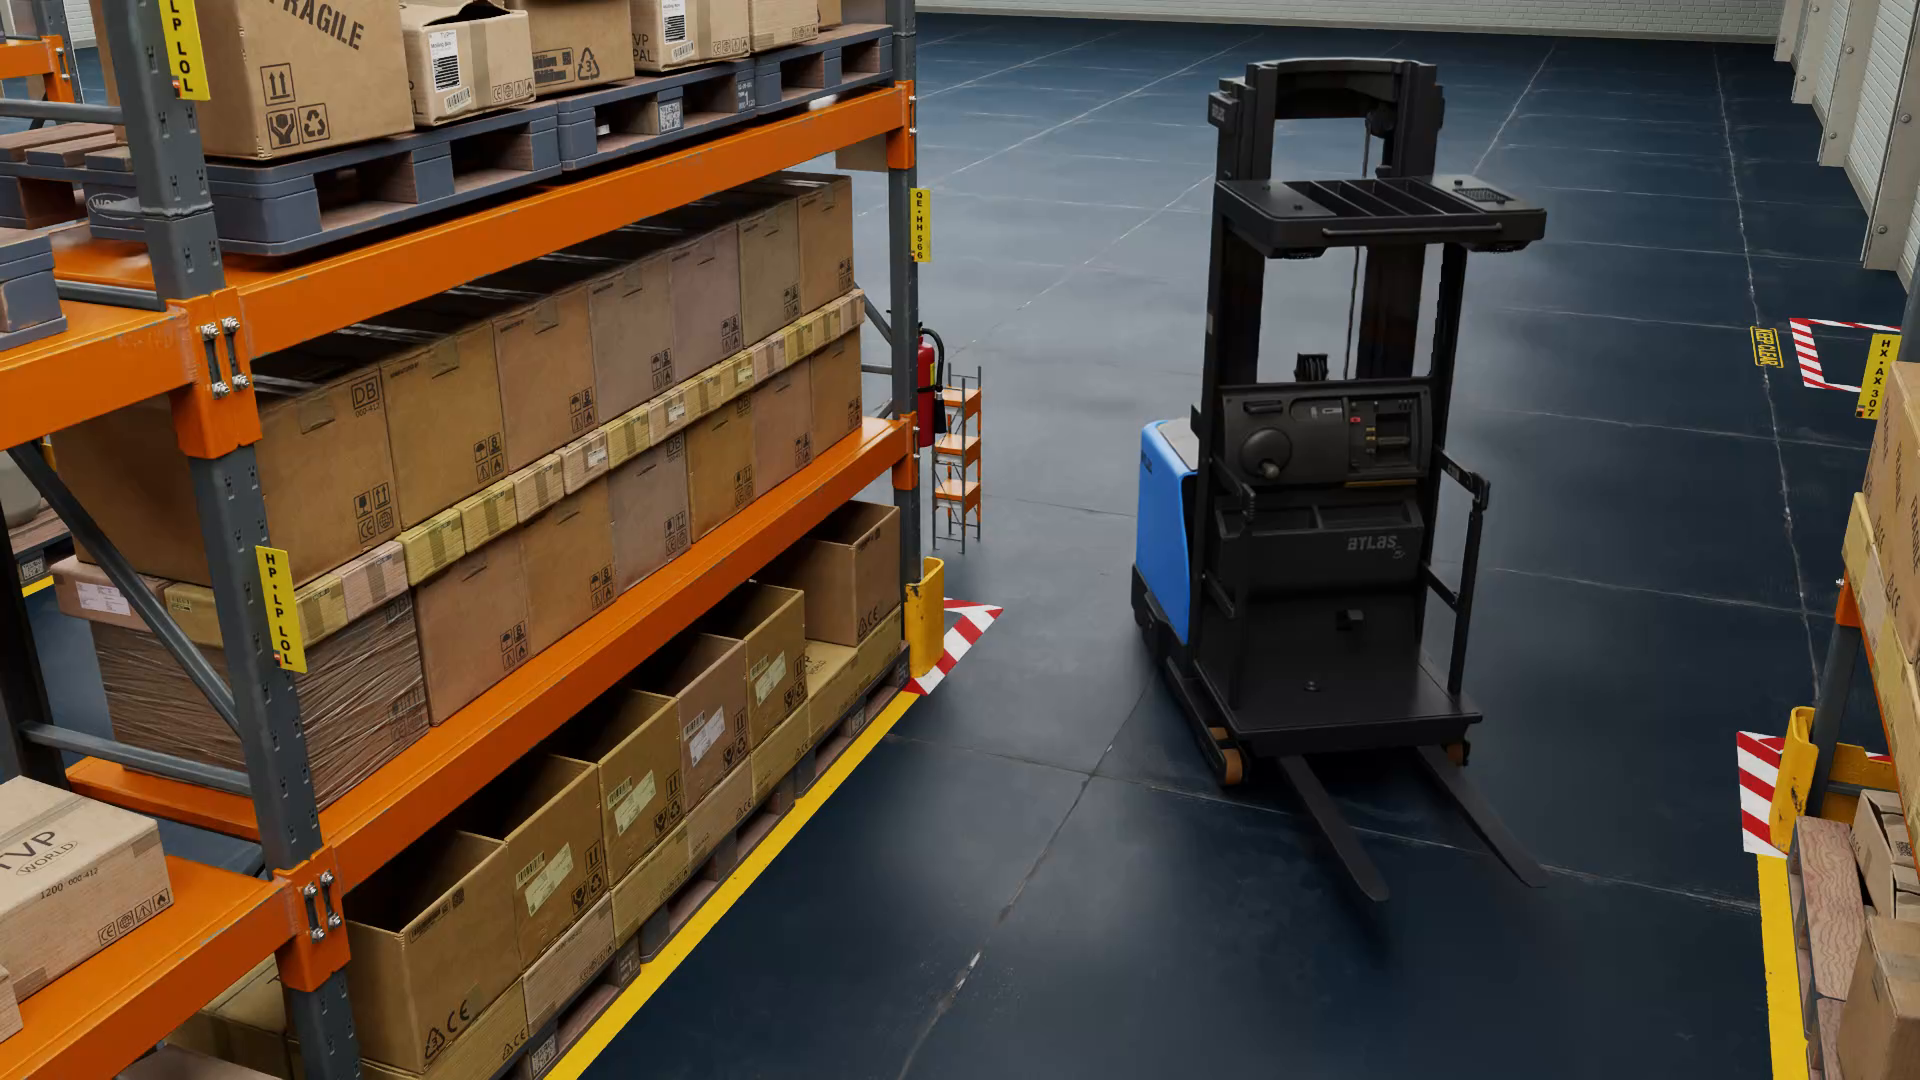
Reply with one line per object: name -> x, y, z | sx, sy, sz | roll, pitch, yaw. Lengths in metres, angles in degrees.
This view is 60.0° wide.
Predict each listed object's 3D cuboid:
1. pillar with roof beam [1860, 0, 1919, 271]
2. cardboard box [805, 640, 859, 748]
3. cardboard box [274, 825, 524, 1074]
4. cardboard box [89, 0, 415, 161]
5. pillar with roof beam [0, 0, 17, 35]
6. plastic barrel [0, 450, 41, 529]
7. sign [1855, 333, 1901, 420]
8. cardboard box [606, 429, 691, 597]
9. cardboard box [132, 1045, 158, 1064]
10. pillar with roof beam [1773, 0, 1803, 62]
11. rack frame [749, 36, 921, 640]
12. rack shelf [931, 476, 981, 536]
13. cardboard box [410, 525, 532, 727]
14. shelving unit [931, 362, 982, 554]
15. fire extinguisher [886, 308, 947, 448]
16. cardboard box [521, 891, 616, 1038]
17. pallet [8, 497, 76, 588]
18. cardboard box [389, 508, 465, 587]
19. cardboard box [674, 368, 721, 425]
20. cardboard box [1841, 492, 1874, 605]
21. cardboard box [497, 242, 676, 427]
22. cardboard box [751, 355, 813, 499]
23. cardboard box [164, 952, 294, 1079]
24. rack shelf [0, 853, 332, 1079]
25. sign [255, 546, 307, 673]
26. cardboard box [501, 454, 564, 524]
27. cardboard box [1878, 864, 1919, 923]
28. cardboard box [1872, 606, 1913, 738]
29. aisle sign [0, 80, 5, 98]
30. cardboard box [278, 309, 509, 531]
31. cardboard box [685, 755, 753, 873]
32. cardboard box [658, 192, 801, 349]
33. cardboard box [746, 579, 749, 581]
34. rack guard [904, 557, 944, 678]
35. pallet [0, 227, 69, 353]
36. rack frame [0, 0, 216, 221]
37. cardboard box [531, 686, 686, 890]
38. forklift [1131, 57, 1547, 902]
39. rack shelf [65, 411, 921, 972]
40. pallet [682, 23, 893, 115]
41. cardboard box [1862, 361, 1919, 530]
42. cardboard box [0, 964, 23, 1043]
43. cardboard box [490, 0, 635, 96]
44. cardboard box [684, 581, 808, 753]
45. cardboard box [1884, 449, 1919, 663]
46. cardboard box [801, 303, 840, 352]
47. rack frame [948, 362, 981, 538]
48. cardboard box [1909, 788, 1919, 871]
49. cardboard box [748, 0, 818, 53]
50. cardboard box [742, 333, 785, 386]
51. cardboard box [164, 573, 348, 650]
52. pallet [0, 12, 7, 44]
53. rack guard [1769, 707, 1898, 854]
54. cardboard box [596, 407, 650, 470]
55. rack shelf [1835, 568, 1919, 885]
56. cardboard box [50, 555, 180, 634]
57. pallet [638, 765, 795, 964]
pillar with roof beam -> 4.927, -7.434, 15.872 | 9.100, 9.000, 0.400 | 9, 24, 20
cardboard box -> -0.776, 0.653, 7.319 | 0.500, 0.250, 0.500 | 9, 24, 20
cardboard box -> -1.700, 1.202, 5.030 | 0.500, 0.500, 0.500 | 9, 24, 20
cardboard box -> -1.731, -1.237, 4.072 | 0.500, 0.500, 0.500 | 11, 25, 24
pillar with roof beam -> -14.096, -12.858, 28.858 | 9.100, 9.000, 0.400 | 9, 24, 20
plastic barrel -> -5.448, -0.347, 9.372 | 0.421, 0.512, 0.421 | 0, 23, 0
sign -> 3.420, -0.607, 6.187 | 0.100, 0.325, 0.005 | 9, 24, 20
cardboard box -> -1.434, -0.164, 6.121 | 0.700, 0.500, 0.500 | 10, 24, 22
cardboard box -> -2.547, 1.523, 4.508 | 0.500, 0.311, 0.500 | 9, 24, 20
pillar with roof beam -> 11.614, -13.875, 31.293 | 9.100, 9.000, 0.400 | 9, 24, 20
rack frame -> -0.677, -0.837, 7.863 | 1.000, 3.000, 0.127 | 9, 24, 20
rack shelf -> -0.020, -0.199, 9.613 | 0.215, 0.259, 0.240 | 9, 24, 20
cardboard box -> -1.814, 0.199, 5.253 | 0.700, 0.500, 0.500 | 9, 24, 20
shelving unit -> -0.020, -0.465, 9.502 | 0.215, 1.050, 0.252 | 9, 24, 20
fire extinguisher -> -0.201, -0.777, 7.820 | 0.296, 0.674, 0.183 | 9, 24, 20
cardboard box -> -1.518, 1.368, 5.605 | 0.500, 0.250, 0.500 | 9, 24, 20
pallet -> -5.566, 0.063, 9.326 | 1.003, 0.211, 1.213 | 9, 24, 20
cardboard box -> -1.695, -0.002, 4.892 | 0.380, 0.149, 0.250 | 8, 24, 19
cardboard box -> -1.121, -0.555, 6.216 | 0.380, 0.149, 0.250 | 9, 24, 22
cardboard box -> 3.448, 0.060, 5.884 | 0.500, 0.250, 0.500 | 8, 24, 19
cardboard box -> -1.444, -0.749, 5.839 | 0.700, 0.500, 0.500 | 9, 24, 20
cardboard box -> -1.053, -0.530, 6.996 | 0.700, 0.500, 0.500 | 9, 24, 21
cardboard box -> -2.193, 1.472, 5.357 | 0.500, 0.250, 0.500 | 9, 24, 20
rack shelf -> -2.905, 1.642, 2.861 | 1.077, 0.370, 4.000 | 9, 24, 20
sign -> -1.655, 0.171, 4.050 | 0.100, 0.325, 0.005 | 9, 24, 20
cardboard box -> -1.504, -0.186, 5.331 | 0.380, 0.149, 0.250 | 8, 24, 18
cardboard box -> 3.372, 1.347, 5.551 | 0.500, 0.311, 0.500 | 11, 25, 24
cardboard box -> 3.074, 0.429, 5.000 | 0.500, 0.250, 0.500 | 8, 24, 19
aisle sign -> -5.520, -2.815, 9.225 | 0.394, 0.787, 0.004 | 9, 24, 20
cardboard box -> -1.817, -0.391, 4.982 | 0.700, 0.500, 0.500 | 9, 24, 20
cardboard box -> -1.148, 1.010, 6.462 | 0.500, 0.250, 0.500 | 9, 24, 20
cardboard box -> -1.072, -1.109, 6.700 | 0.700, 0.500, 0.500 | 8, 24, 19
cardboard box -> -1.266, 0.231, 7.355 | 0.500, 0.500, 0.500 | 9, 24, 20
rack guard -> -0.668, 0.308, 8.365 | 1.175, 0.500, 0.348 | 9, 24, 20
pallet -> -2.478, -0.384, 3.135 | 0.805, 0.209, 1.217 | 8, 24, 18
rack frame -> -2.162, -2.174, 3.280 | 1.000, 3.000, 0.127 | 9, 24, 20
cardboard box -> -1.328, 0.844, 5.887 | 0.500, 0.500, 0.500 | 9, 24, 20
forklift -> 1.619, -0.432, 6.981 | 1.130, 2.935, 3.031 | -3, 23, -8
rack shelf -> -1.420, 0.210, 6.288 | 1.077, 0.370, 4.000 | 9, 24, 20
pallet -> -0.963, -1.931, 6.705 | 1.003, 0.211, 1.213 | 9, 24, 20
cardboard box -> 3.468, -0.288, 5.743 | 0.500, 0.500, 0.500 | 9, 24, 20
cardboard box -> -2.319, 0.997, 3.646 | 0.396, 0.266, 0.258 | 8, 24, 19
cardboard box -> -1.434, -1.667, 5.098 | 0.797, 0.503, 0.637 | 12, 25, 26
cardboard box -> -0.957, 0.486, 6.744 | 0.500, 0.500, 0.500 | 9, 24, 20
cardboard box -> 3.077, 0.072, 4.882 | 0.500, 0.500, 0.500 | 8, 24, 18
cardboard box -> -0.738, -0.925, 7.101 | 0.380, 0.149, 0.250 | 9, 24, 21
rack frame -> 0.025, -0.509, 9.606 | 0.200, 1.050, 0.008 | 9, 24, 20
cardboard box -> 2.698, 0.790, 4.136 | 0.500, 0.250, 0.500 | 9, 24, 20
cardboard box -> -0.860, -1.961, 6.129 | 0.500, 0.250, 0.500 | 9, 24, 20
cardboard box -> -0.928, -0.744, 6.667 | 0.380, 0.149, 0.250 | 9, 24, 21
cardboard box -> -1.883, 0.180, 4.455 | 0.380, 0.149, 0.250 | 9, 24, 20
pallet -> -5.672, -2.563, 8.347 | 1.003, 0.211, 1.213 | 9, 24, 20
rack guard -> 3.896, 1.051, 6.585 | 1.175, 0.500, 0.348 | 9, 24, 20
cardboard box -> -1.311, -0.375, 5.784 | 0.380, 0.149, 0.250 | 9, 24, 20
rack shelf -> 3.181, 0.918, 4.593 | 1.077, 0.370, 4.000 | 9, 24, 20
cardboard box -> -2.260, 0.121, 4.598 | 0.380, 0.149, 0.250 | 9, 24, 20
pallet -> -1.377, 1.164, 6.689 | 1.003, 0.211, 1.213 | 9, 24, 20
